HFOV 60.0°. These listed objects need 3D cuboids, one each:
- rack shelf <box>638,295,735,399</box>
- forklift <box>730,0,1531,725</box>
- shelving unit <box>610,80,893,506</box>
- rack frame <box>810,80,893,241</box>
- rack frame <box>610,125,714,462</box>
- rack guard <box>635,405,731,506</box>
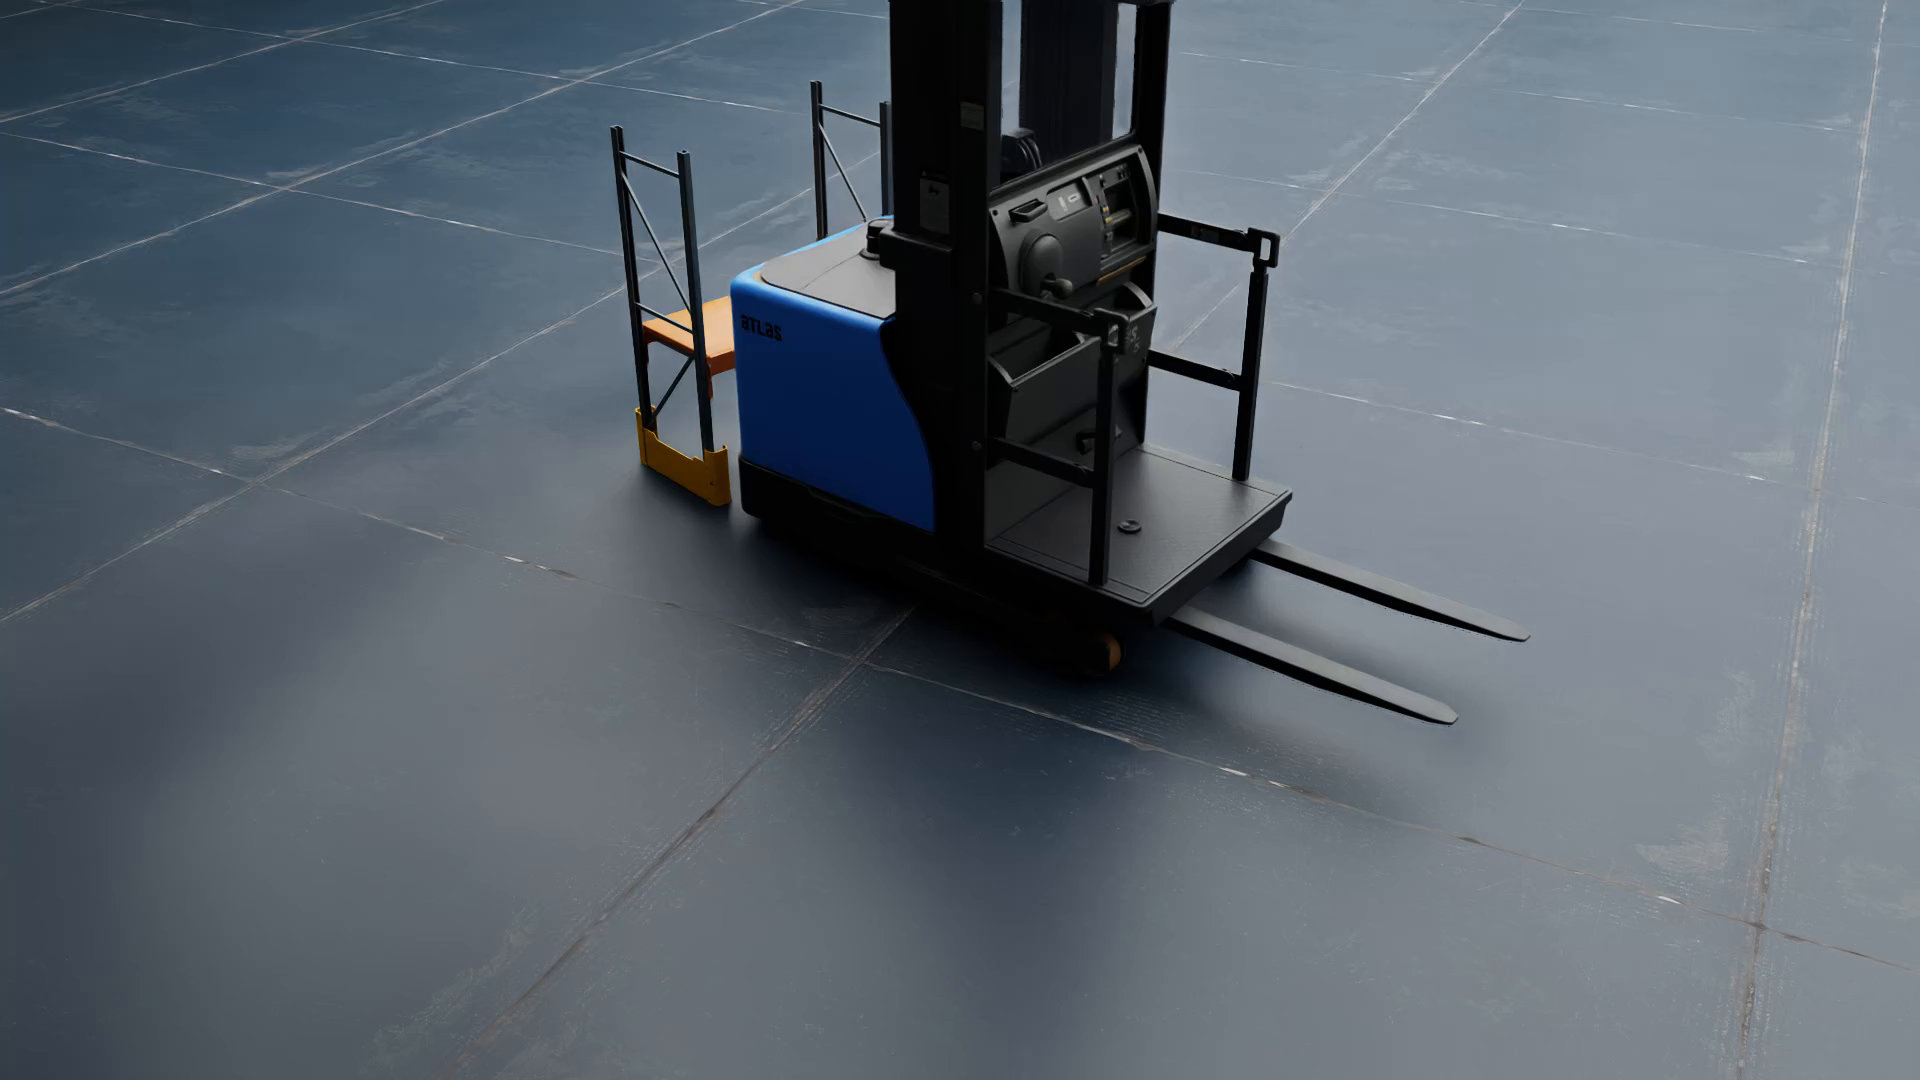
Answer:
[{"bbox_3d":[-0.835,-0.921,7.208,1.000,0.185,0.538,-25,38,-37],"label":"rack shelf"},{"bbox_3d":[0.574,-1.087,5.699,3.031,2.935,1.130,21,36,32],"label":"forklift"},{"bbox_3d":[-0.829,-1.080,7.124,1.083,1.500,0.587,-25,38,-37],"label":"shelving unit"},{"bbox_3d":[-0.466,-1.250,7.421,0.032,1.500,0.500,-25,38,-37],"label":"rack frame"},{"bbox_3d":[-1.205,-0.903,6.816,0.032,1.500,0.500,-25,38,-37],"label":"rack frame"},{"bbox_3d":[-1.191,-0.367,7.139,0.087,0.250,0.587,-25,38,-37],"label":"rack guard"}]
